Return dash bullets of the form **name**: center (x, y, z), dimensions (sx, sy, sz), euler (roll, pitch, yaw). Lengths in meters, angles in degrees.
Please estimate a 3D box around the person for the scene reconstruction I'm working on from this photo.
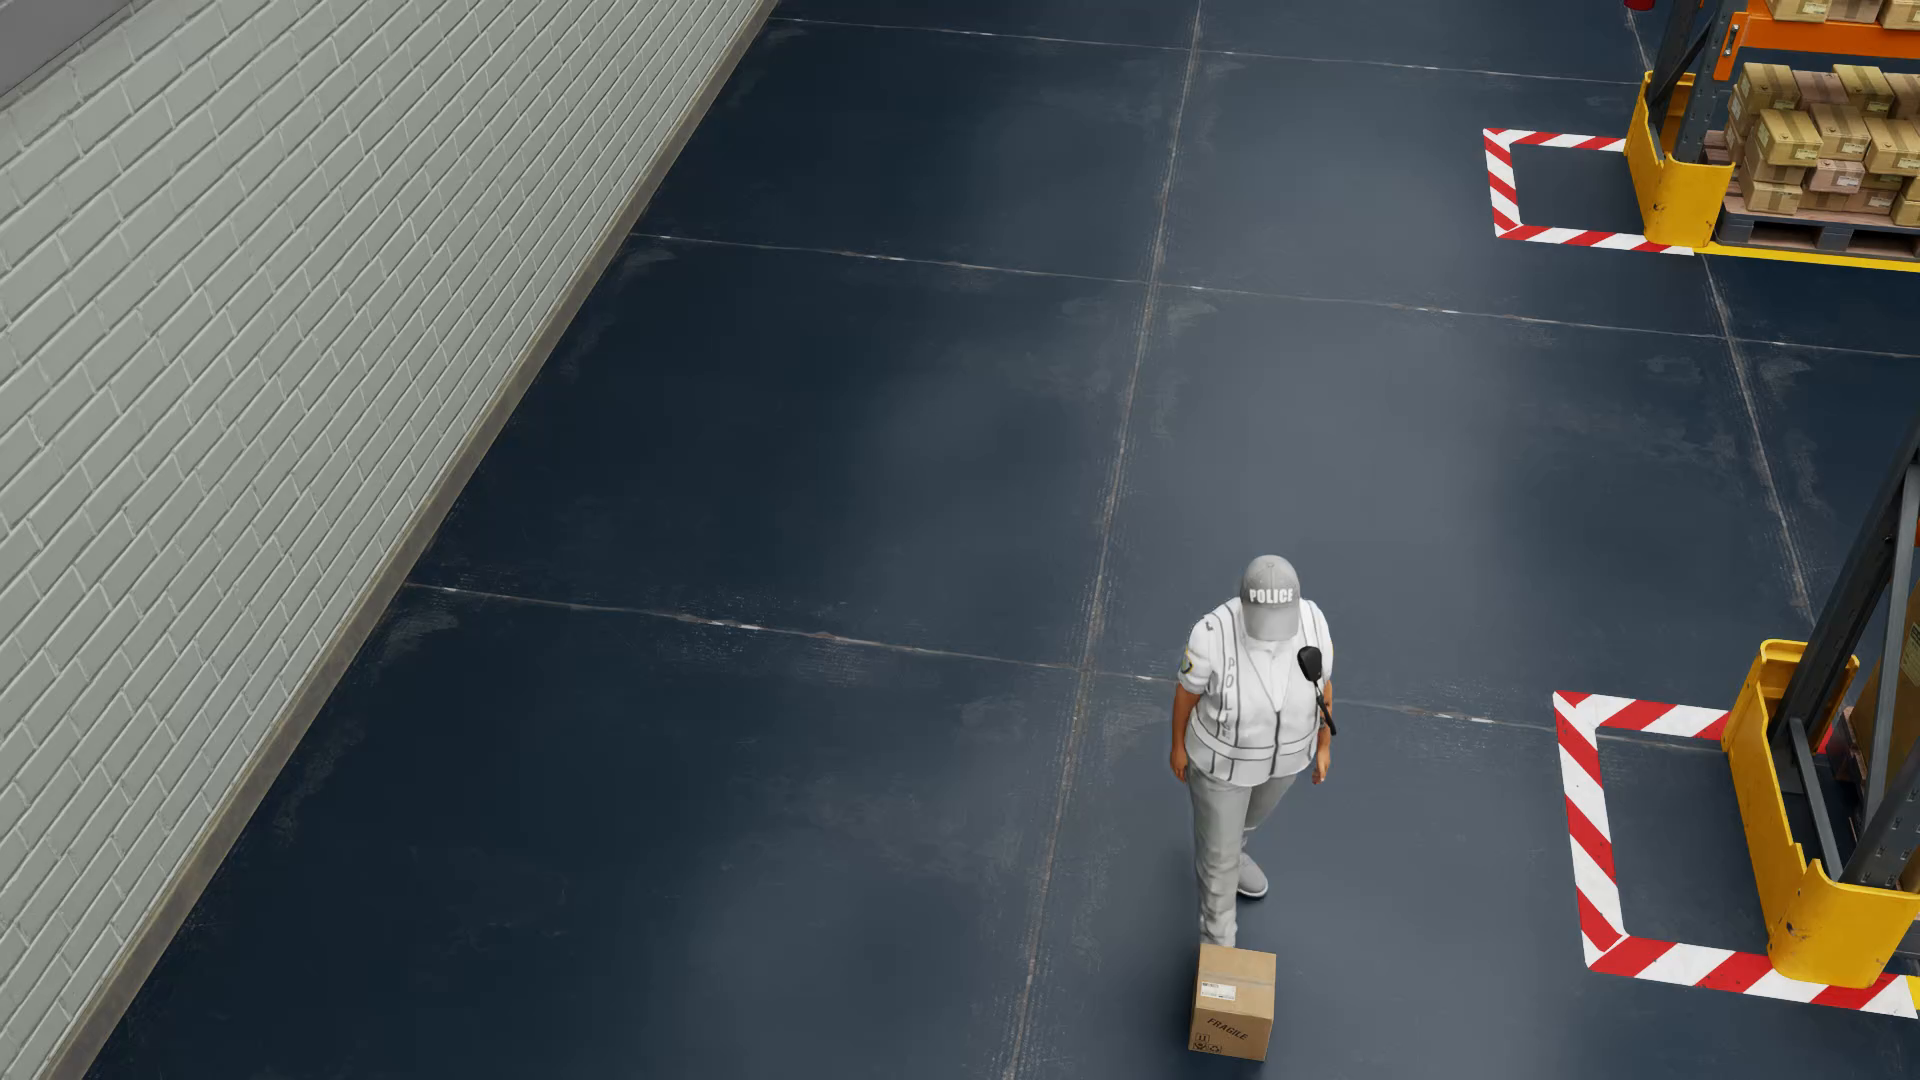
- **person**: center (0.964, 0.723, 5.307), dimensions (0.499, 1.651, 0.716), euler (-11, 42, -12)
